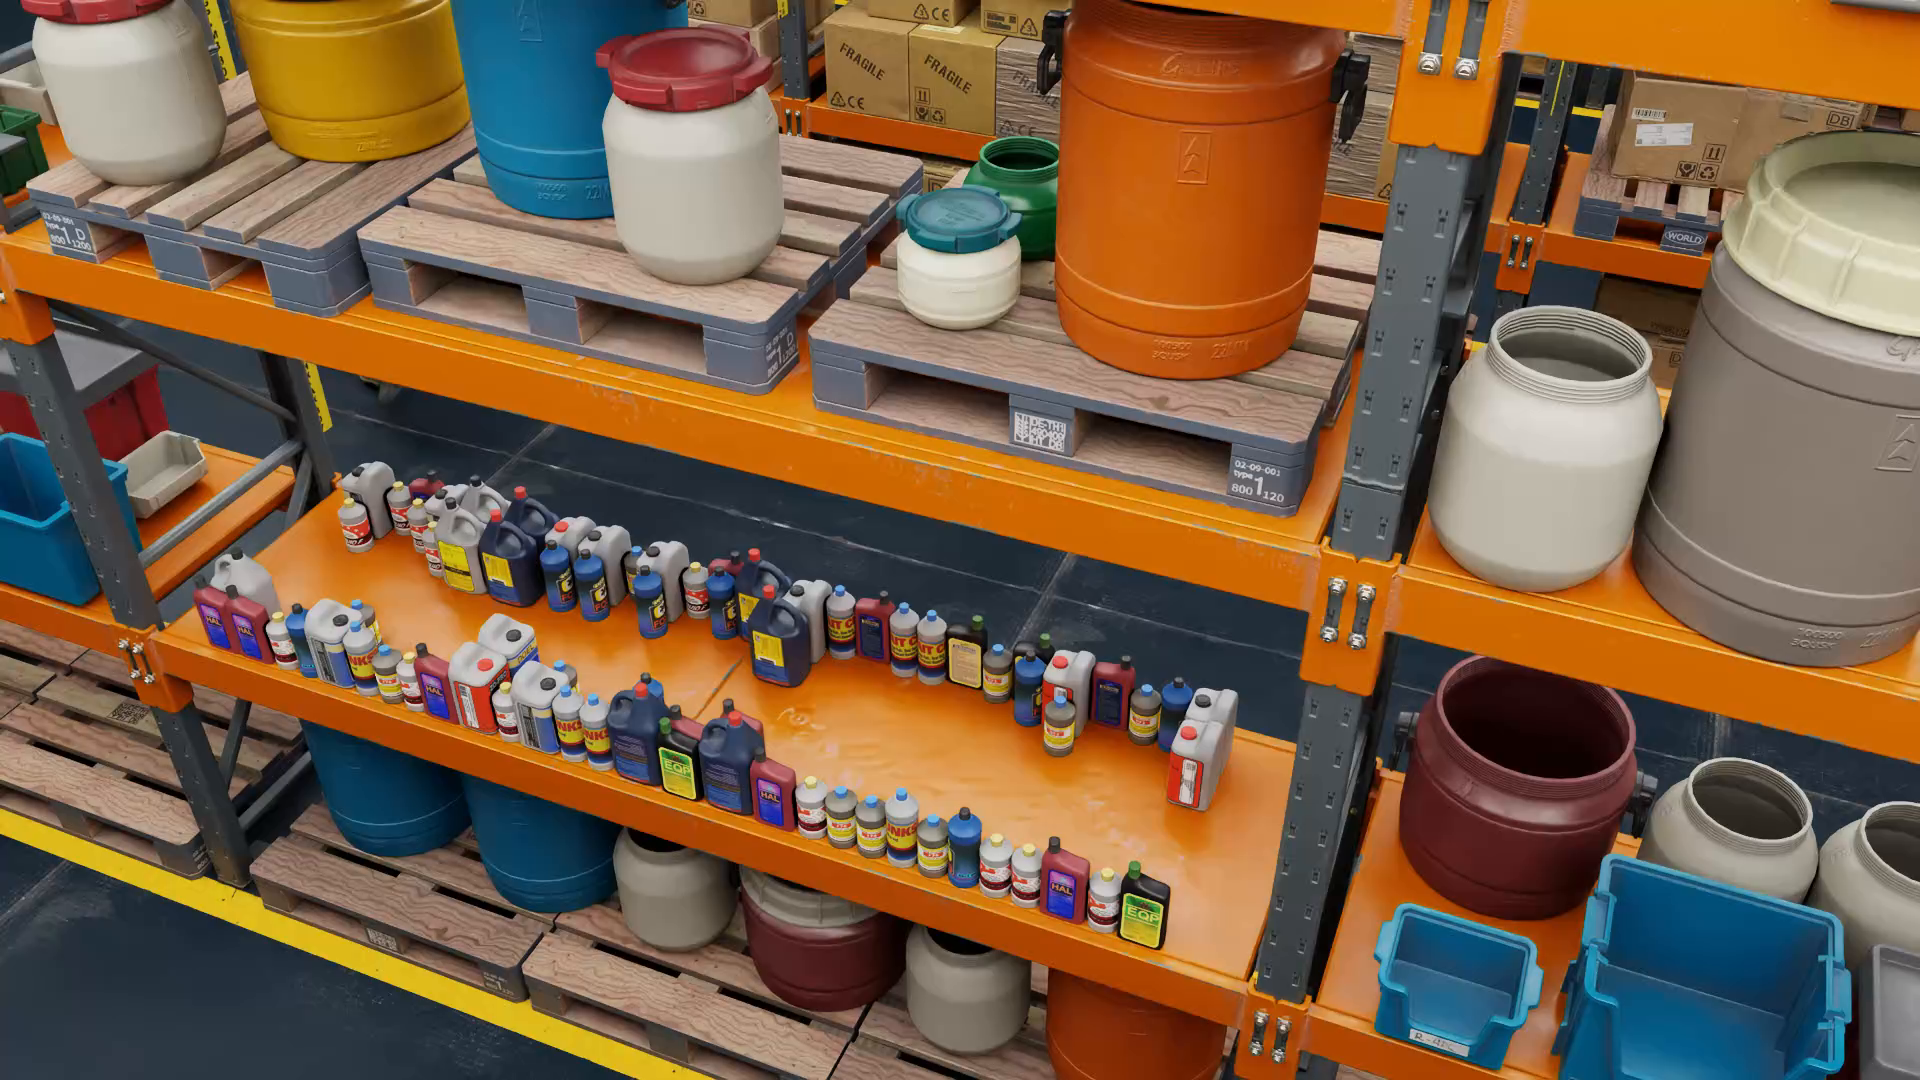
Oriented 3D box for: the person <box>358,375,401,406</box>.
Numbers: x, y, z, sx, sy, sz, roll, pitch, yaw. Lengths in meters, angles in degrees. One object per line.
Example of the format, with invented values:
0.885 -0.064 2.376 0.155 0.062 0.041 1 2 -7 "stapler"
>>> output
-3.190 -1.505 8.741 0.641 1.754 0.579 24 43 28 "person"
